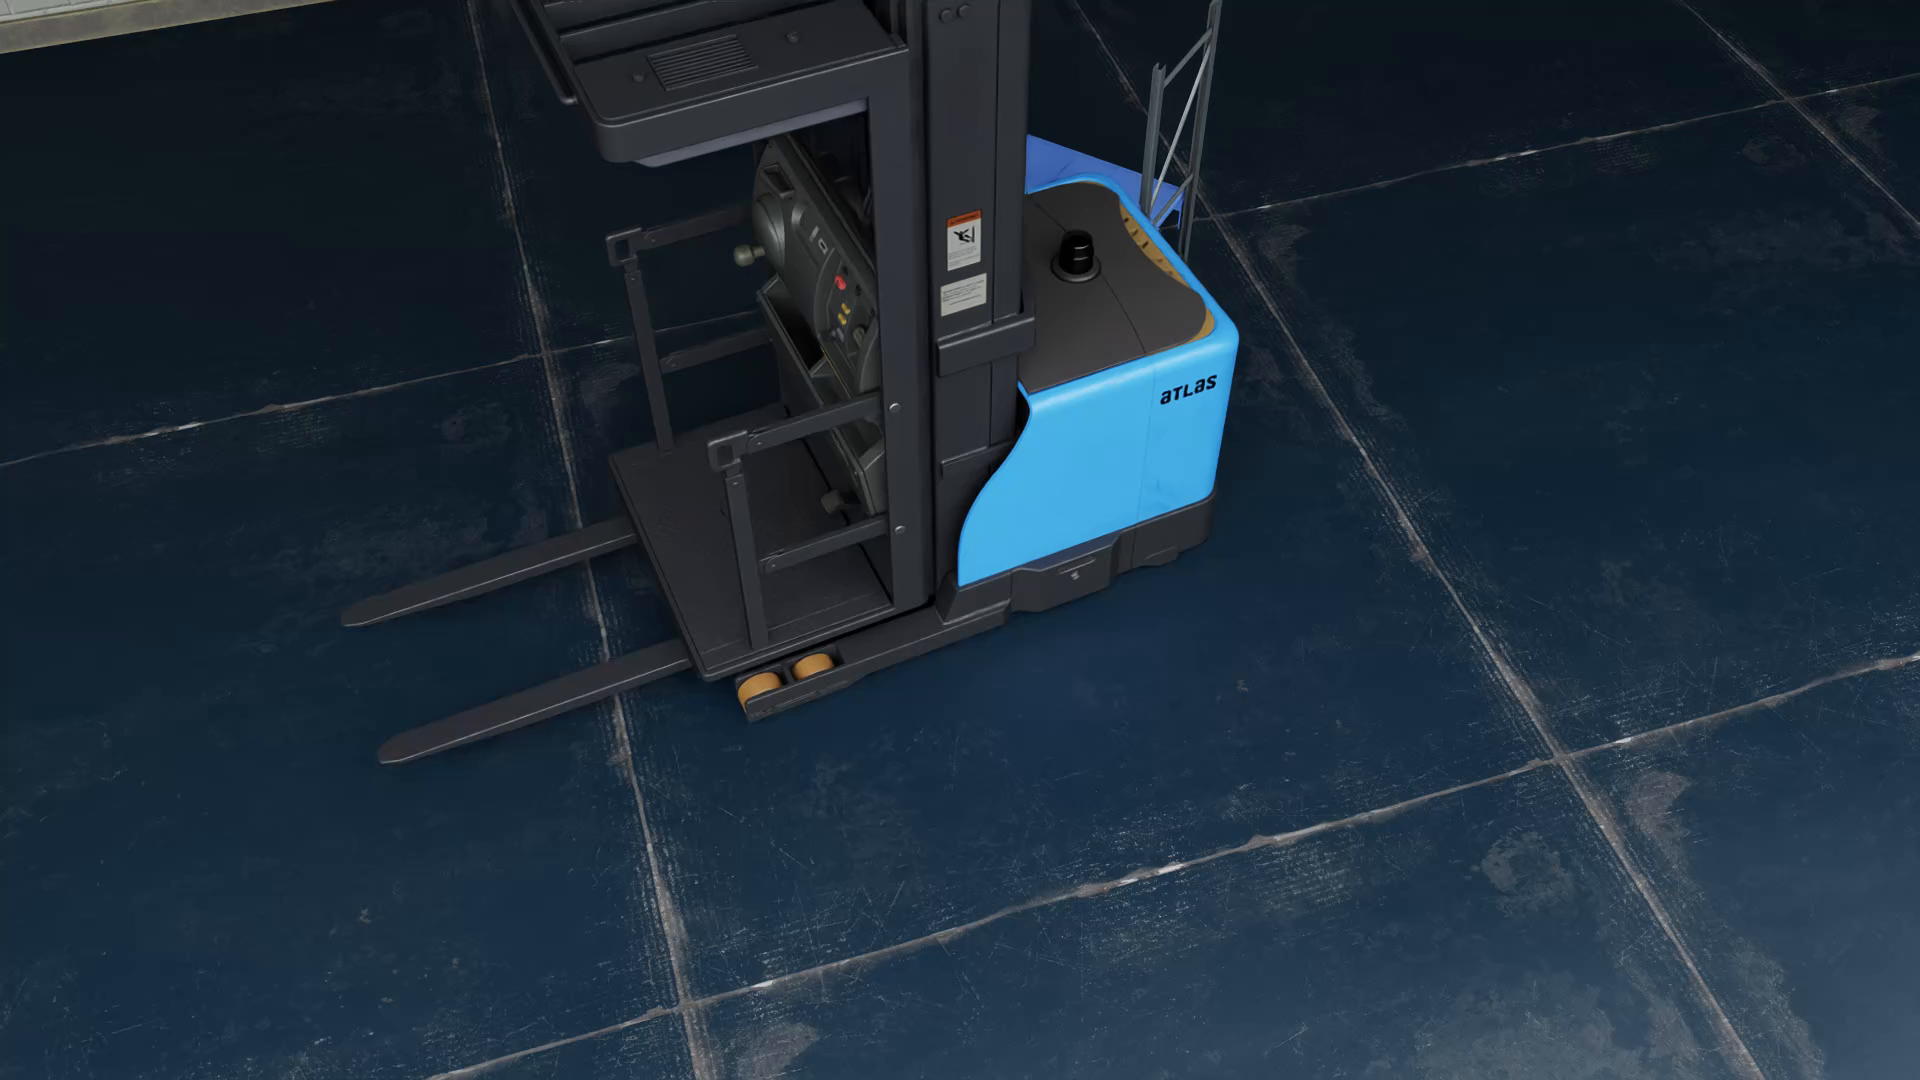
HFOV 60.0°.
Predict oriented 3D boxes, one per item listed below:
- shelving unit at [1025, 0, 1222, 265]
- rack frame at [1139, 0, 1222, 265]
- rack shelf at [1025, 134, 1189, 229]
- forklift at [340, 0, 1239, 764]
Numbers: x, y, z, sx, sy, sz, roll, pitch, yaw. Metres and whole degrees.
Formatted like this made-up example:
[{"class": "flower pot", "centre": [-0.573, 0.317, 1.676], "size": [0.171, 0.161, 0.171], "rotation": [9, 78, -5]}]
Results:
[{"class": "shelving unit", "centre": [0.354, -1.469, 6.508], "size": [1.048, 1.500, 0.538], "rotation": [24, 54, 19]}, {"class": "rack frame", "centre": [0.792, -1.272, 6.342], "size": [0.032, 1.500, 0.500], "rotation": [24, 54, 19]}, {"class": "rack shelf", "centre": [0.354, -1.353, 6.645], "size": [1.000, 0.185, 0.538], "rotation": [24, 54, 19]}, {"class": "forklift", "centre": [-0.627, -0.795, 5.003], "size": [3.031, 2.935, 1.130], "rotation": [-19, 53, -16]}]
